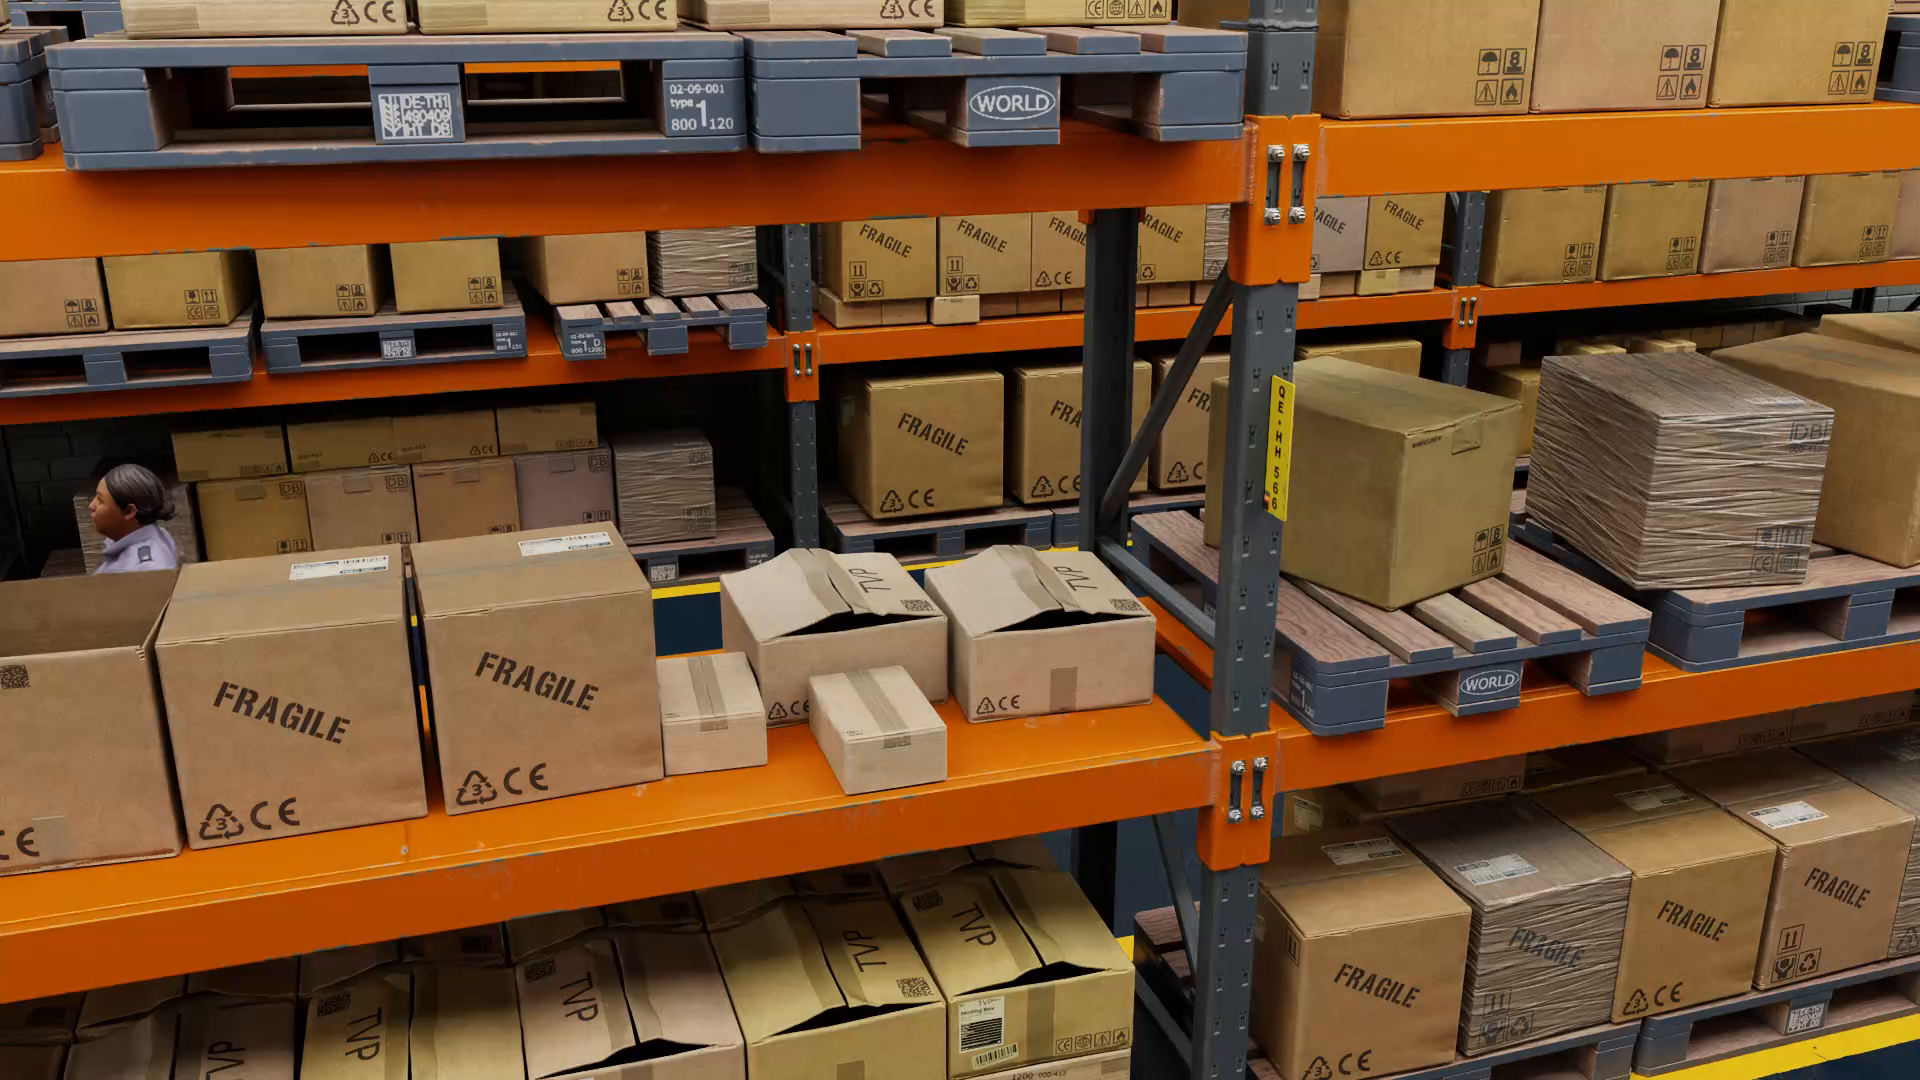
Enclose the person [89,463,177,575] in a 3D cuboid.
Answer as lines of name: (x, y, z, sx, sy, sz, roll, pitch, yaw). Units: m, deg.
person: (-2.711, 0.505, 5.619, 1.006, 1.594, 0.473, -6, 20, -17)
